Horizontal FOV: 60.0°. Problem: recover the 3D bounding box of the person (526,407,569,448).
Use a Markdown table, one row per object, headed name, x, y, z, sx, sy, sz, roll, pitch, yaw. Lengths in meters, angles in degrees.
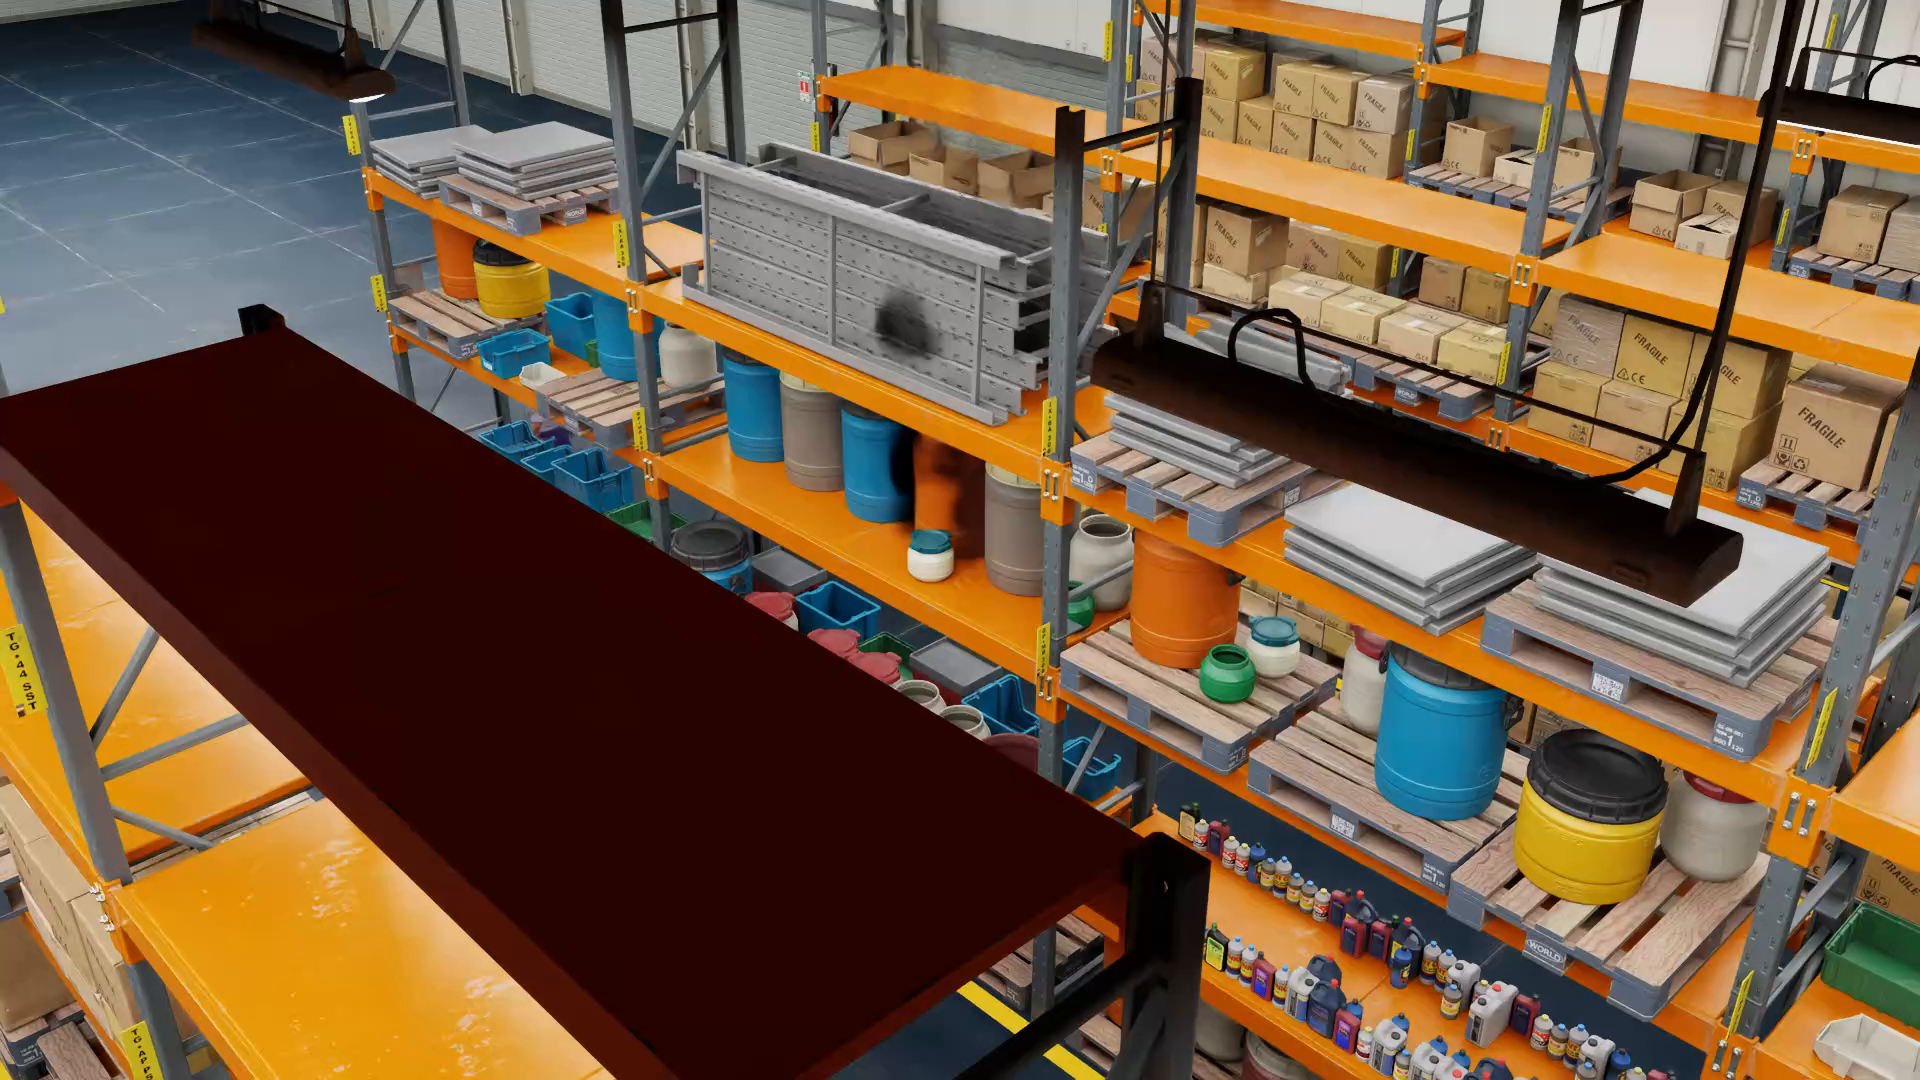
| name | x | y | z | sx | sy | sz | roll | pitch | yaw |
| --- | --- | --- | --- | --- | --- | --- | --- | --- | --- |
| person | -4.205 | -0.999 | 17.056 | 0.531 | 1.620 | 0.639 | 13 | 31 | 22 |
